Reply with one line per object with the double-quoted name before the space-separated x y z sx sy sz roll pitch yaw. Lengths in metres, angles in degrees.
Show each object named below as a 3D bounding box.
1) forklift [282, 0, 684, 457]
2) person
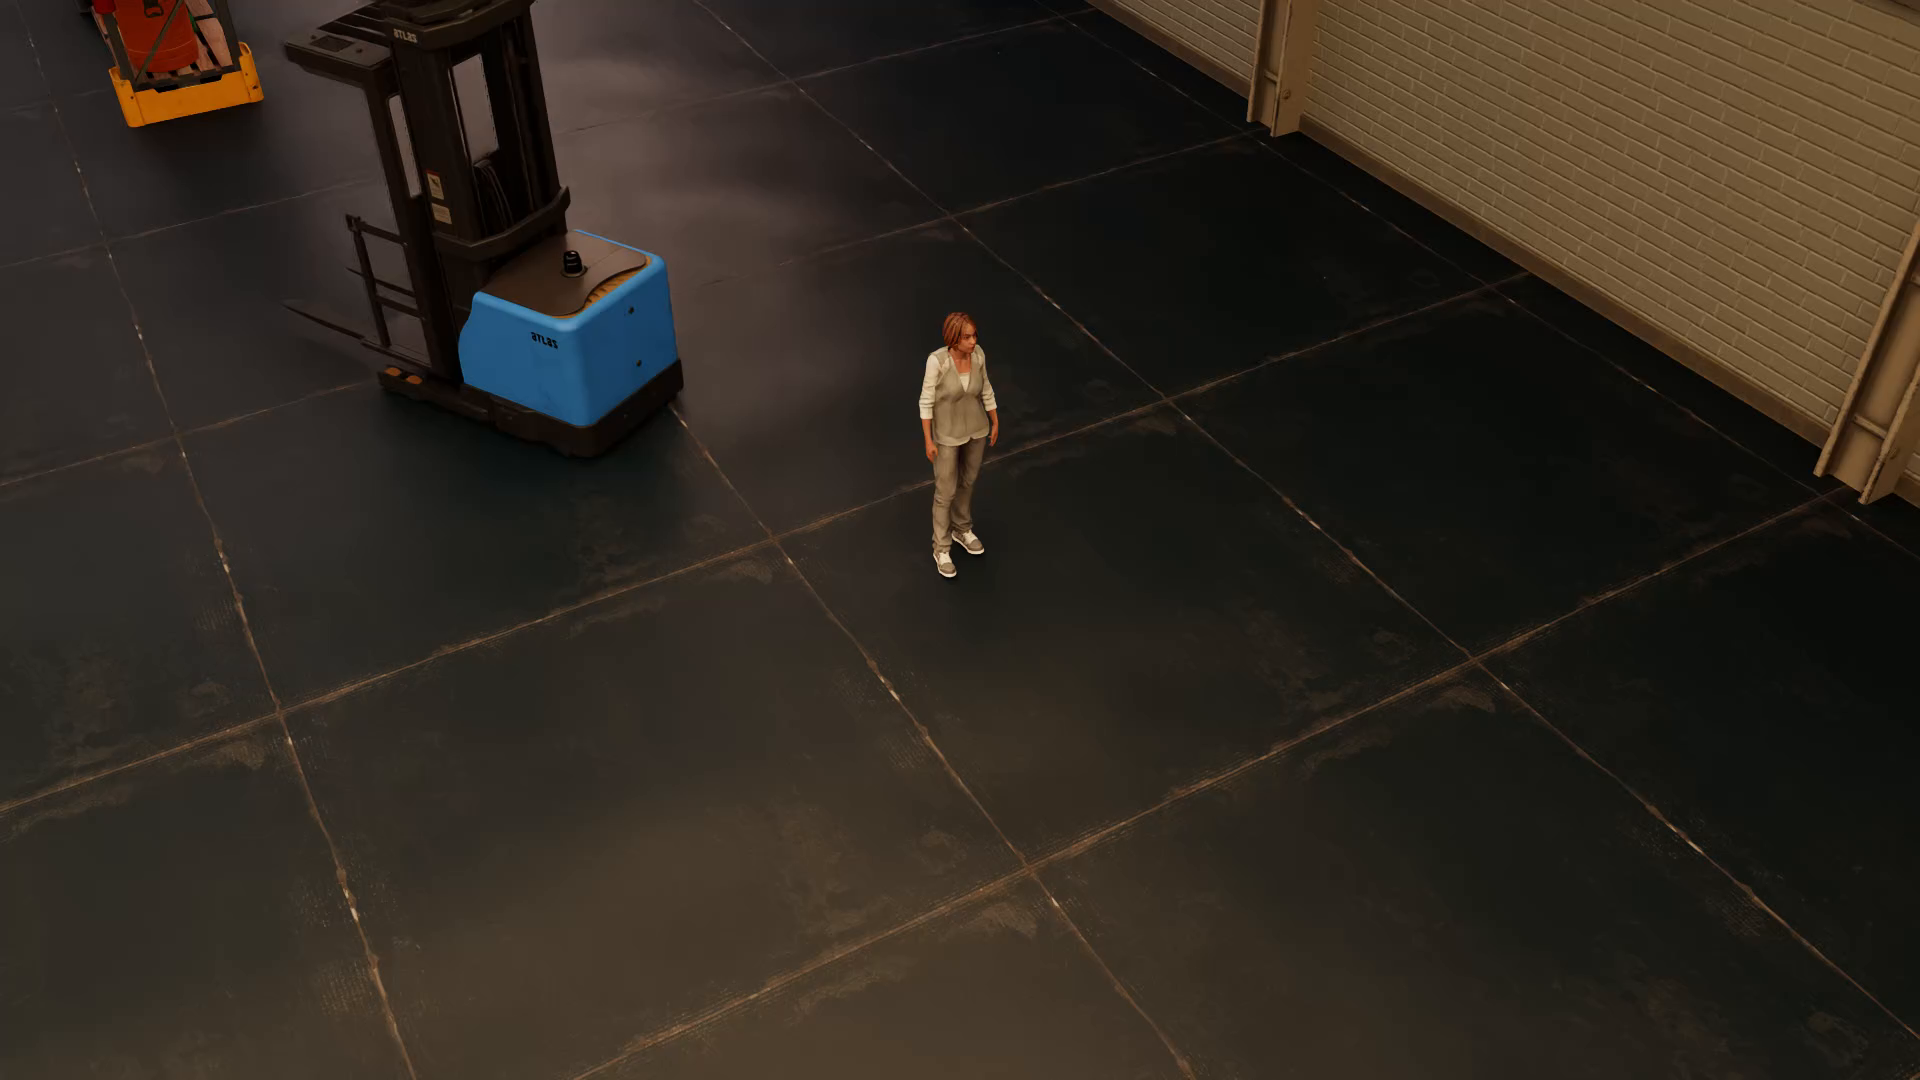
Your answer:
"forklift" -3.442 -2.366 10.889 3.031 2.935 1.130 21 44 23
"person" 0.025 -0.569 9.767 0.520 1.585 0.473 -20 44 -23
